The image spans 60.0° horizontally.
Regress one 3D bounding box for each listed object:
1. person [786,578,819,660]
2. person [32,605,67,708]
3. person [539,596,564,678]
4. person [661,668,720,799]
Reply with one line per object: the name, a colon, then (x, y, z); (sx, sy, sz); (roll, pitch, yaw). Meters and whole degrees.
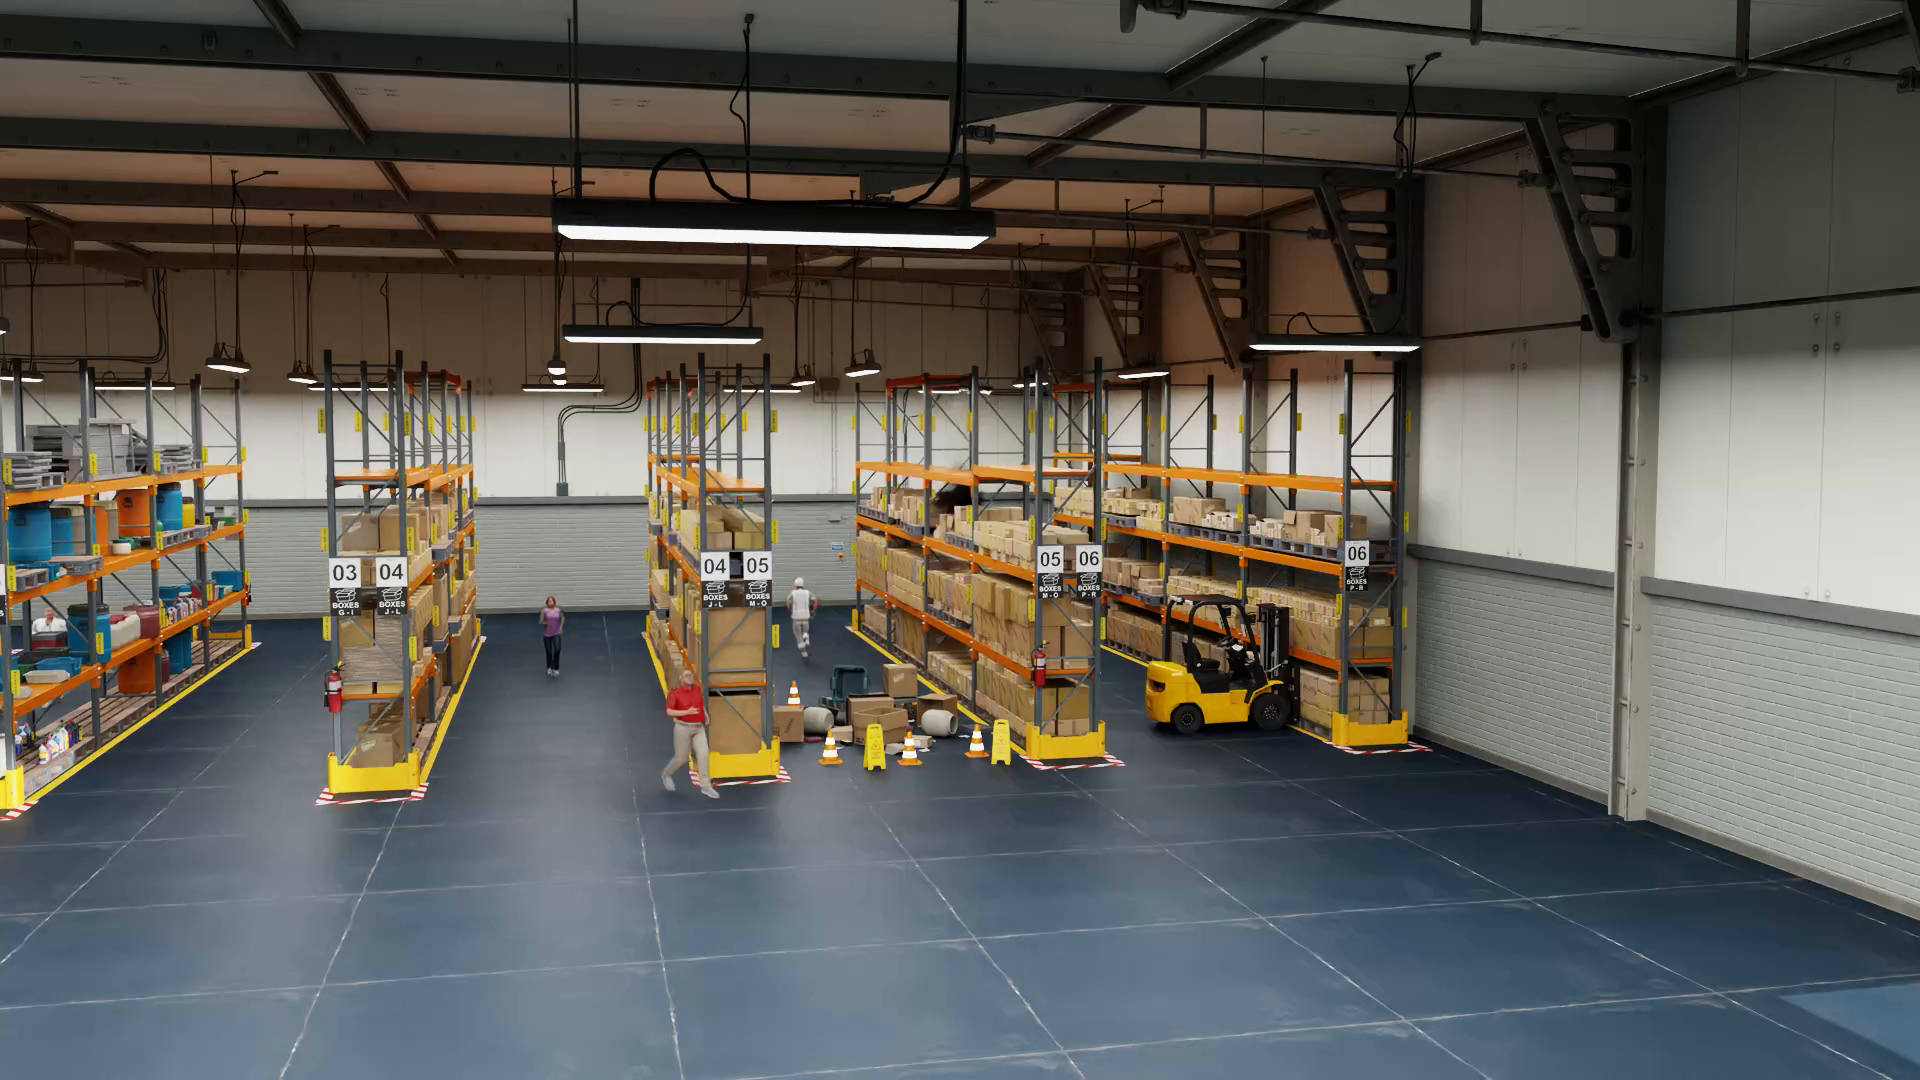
person: (-3.391, 1.666, 35.369); (0.660, 1.736, 0.595); (-2, 4, -21)
person: (-16.275, 2.062, 29.713); (0.720, 1.809, 0.874); (-2, 4, -21)
person: (-8.060, 1.919, 32.874); (0.514, 1.631, 0.653); (-1, 4, -18)
person: (-3.615, 2.577, 22.378); (0.675, 1.691, 1.055); (-3, 5, -40)
